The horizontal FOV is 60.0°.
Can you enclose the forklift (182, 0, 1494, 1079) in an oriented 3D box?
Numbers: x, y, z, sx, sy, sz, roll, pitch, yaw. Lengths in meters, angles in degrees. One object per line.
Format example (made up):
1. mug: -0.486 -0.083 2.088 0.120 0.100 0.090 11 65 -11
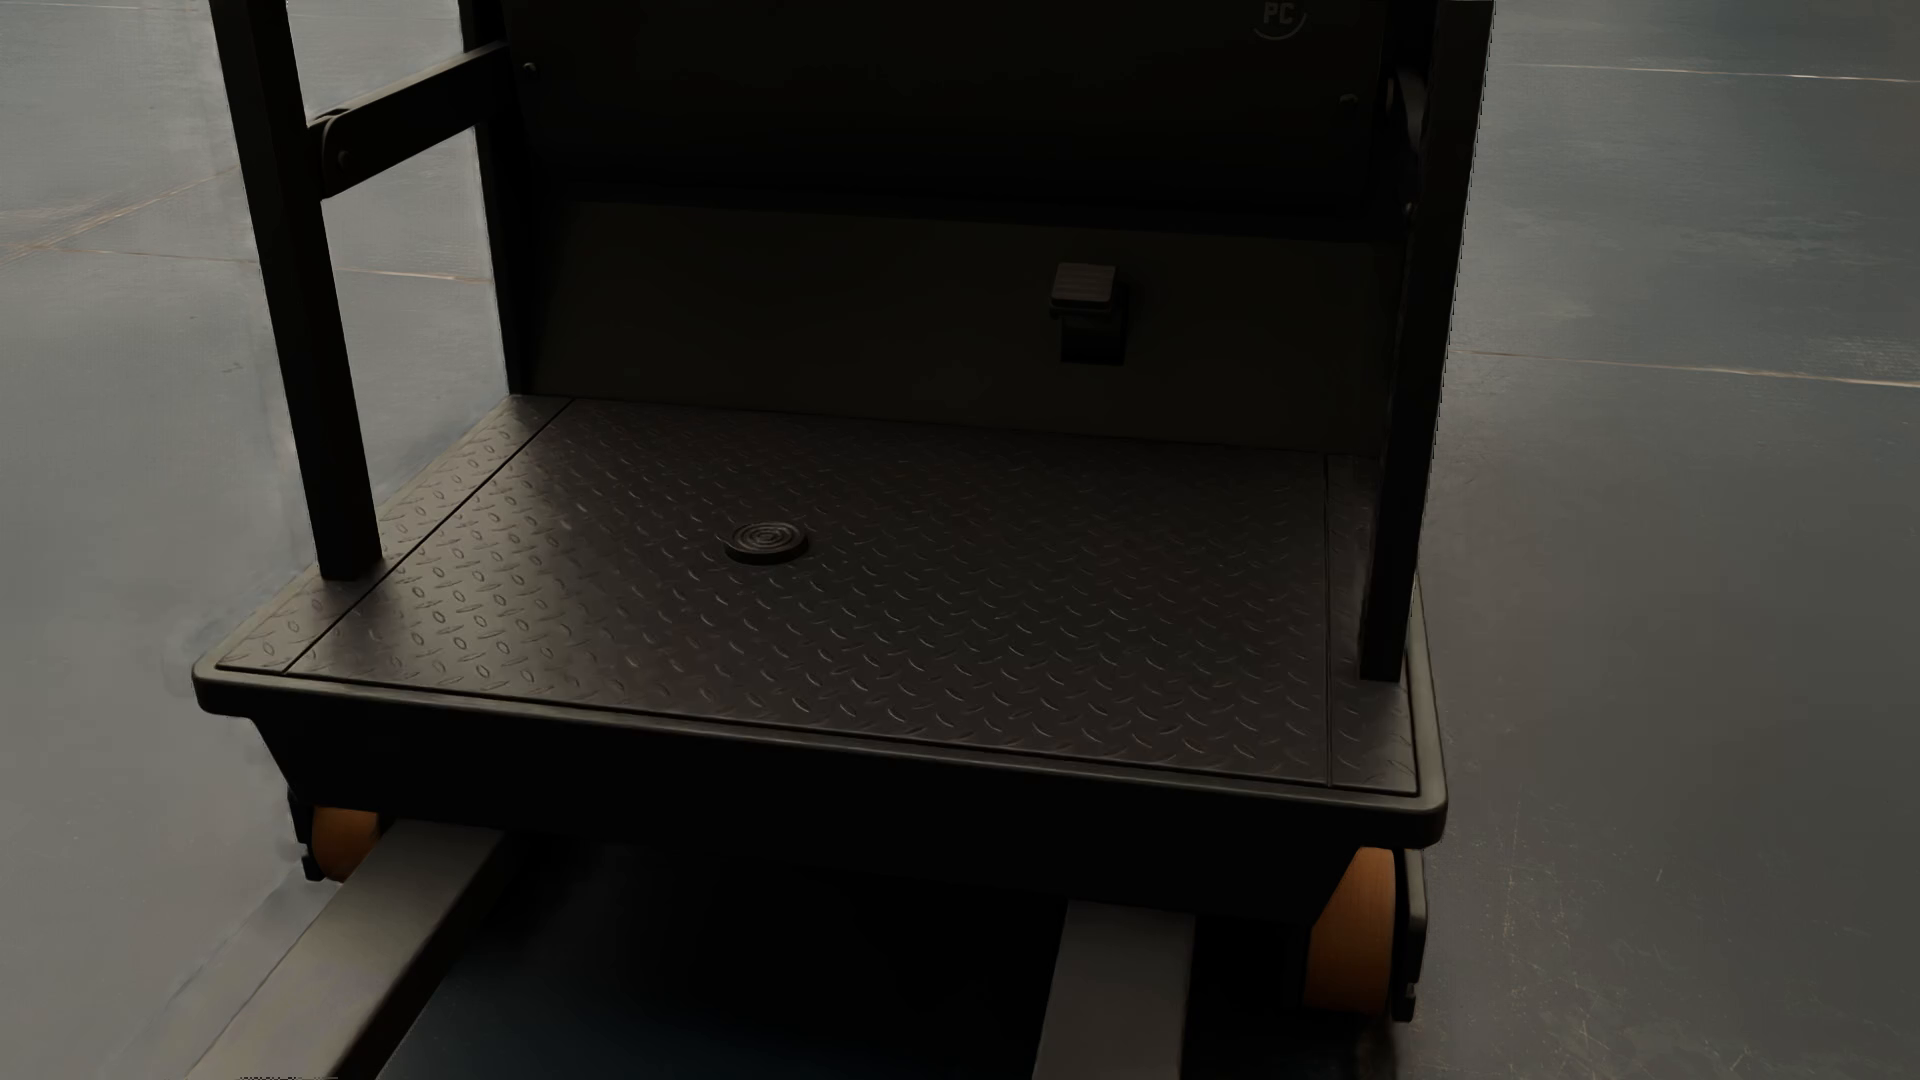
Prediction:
1. forklift: -0.066 -1.034 1.295 1.130 2.935 3.031 5 27 10
